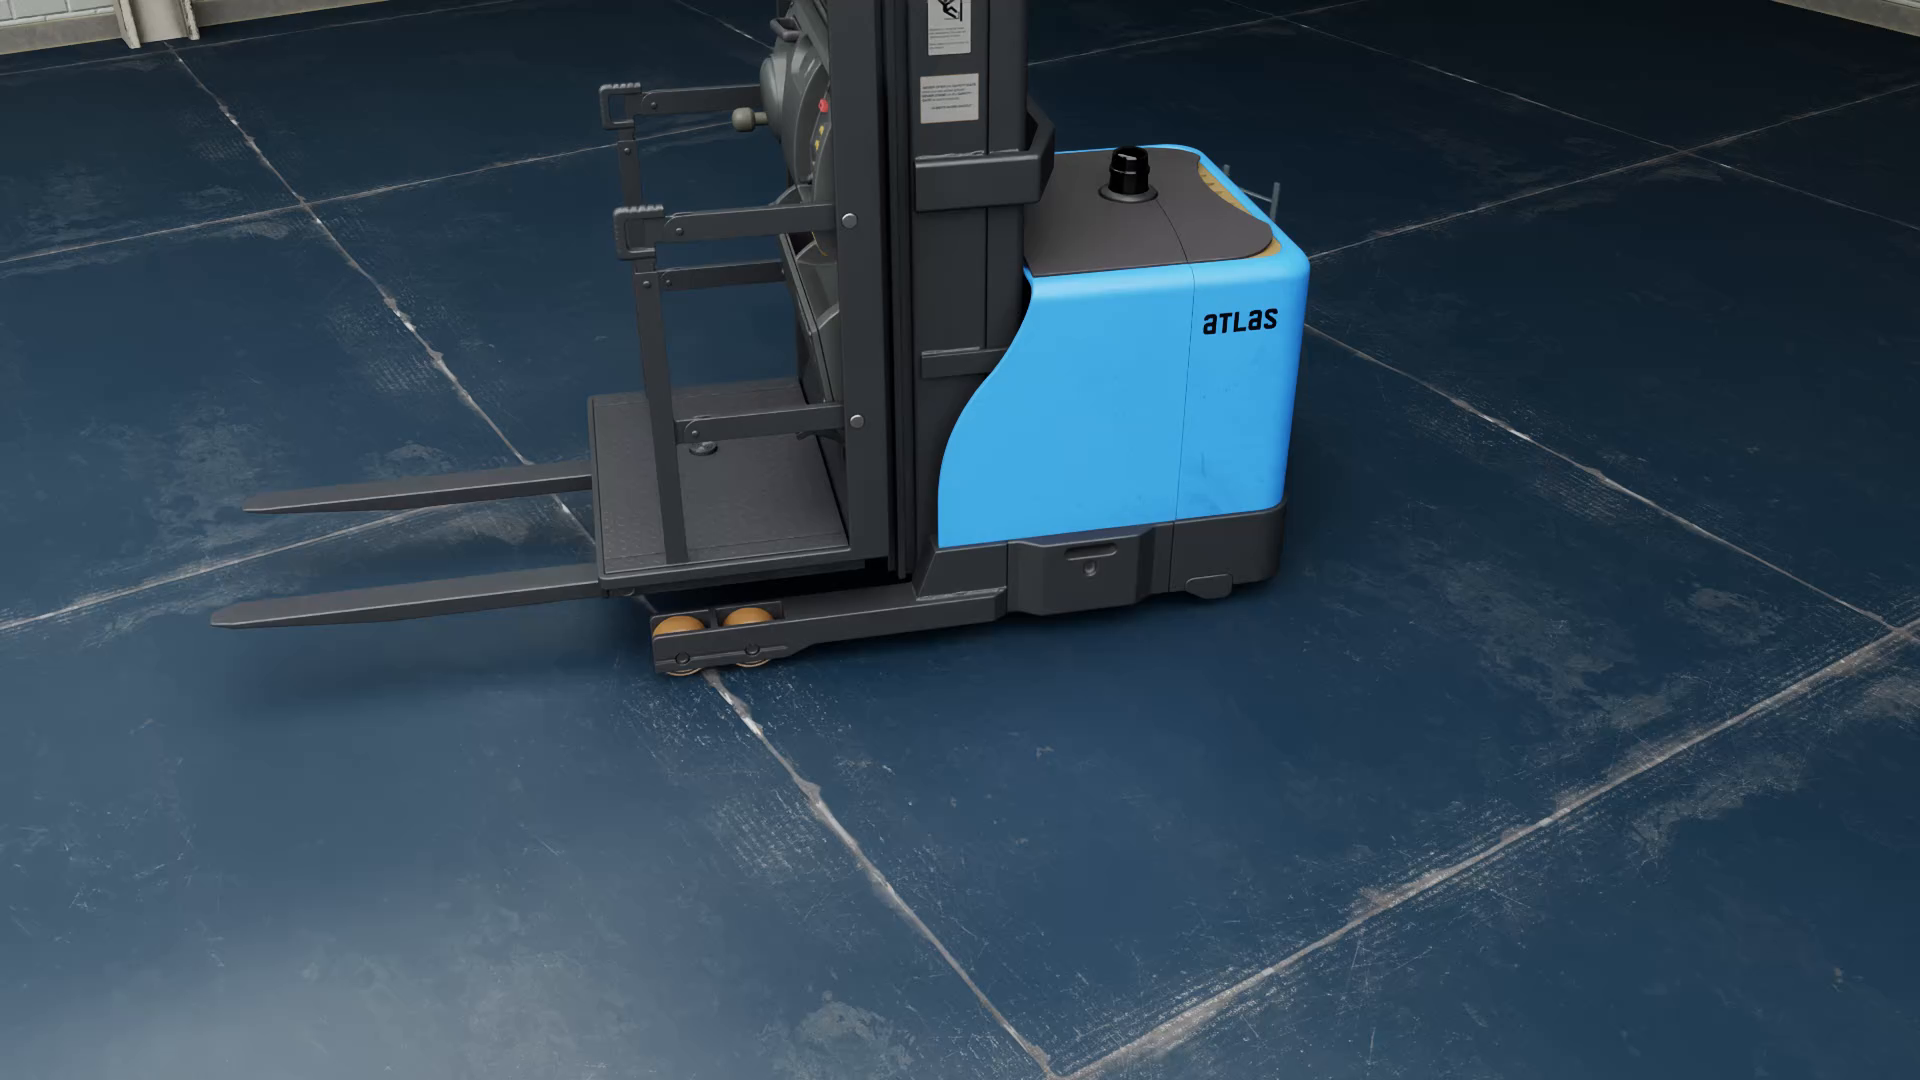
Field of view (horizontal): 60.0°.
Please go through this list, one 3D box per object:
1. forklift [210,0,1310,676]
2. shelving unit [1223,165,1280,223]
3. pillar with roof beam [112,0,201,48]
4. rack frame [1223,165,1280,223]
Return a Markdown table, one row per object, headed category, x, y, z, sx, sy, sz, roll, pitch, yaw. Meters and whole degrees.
| category | x | y | z | sx | sy | sz | roll | pitch | yaw |
| --- | --- | --- | --- | --- | --- | --- | --- | --- | --- |
| forklift | -0.610 | -1.169 | 4.356 | 3.031 | 2.935 | 1.130 | -7 | 33 | -10 |
| shelving unit | 0.861 | -0.785 | 5.640 | 0.210 | 0.900 | 0.258 | -21 | 38 | -35 |
| pillar with roof beam | -2.510 | -4.921 | 4.617 | 0.400 | 9.000 | 9.100 | -19 | 37 | -27 |
| rack frame | 0.939 | -0.815 | 5.699 | 0.006 | 0.900 | 0.240 | -21 | 38 | -35 |
